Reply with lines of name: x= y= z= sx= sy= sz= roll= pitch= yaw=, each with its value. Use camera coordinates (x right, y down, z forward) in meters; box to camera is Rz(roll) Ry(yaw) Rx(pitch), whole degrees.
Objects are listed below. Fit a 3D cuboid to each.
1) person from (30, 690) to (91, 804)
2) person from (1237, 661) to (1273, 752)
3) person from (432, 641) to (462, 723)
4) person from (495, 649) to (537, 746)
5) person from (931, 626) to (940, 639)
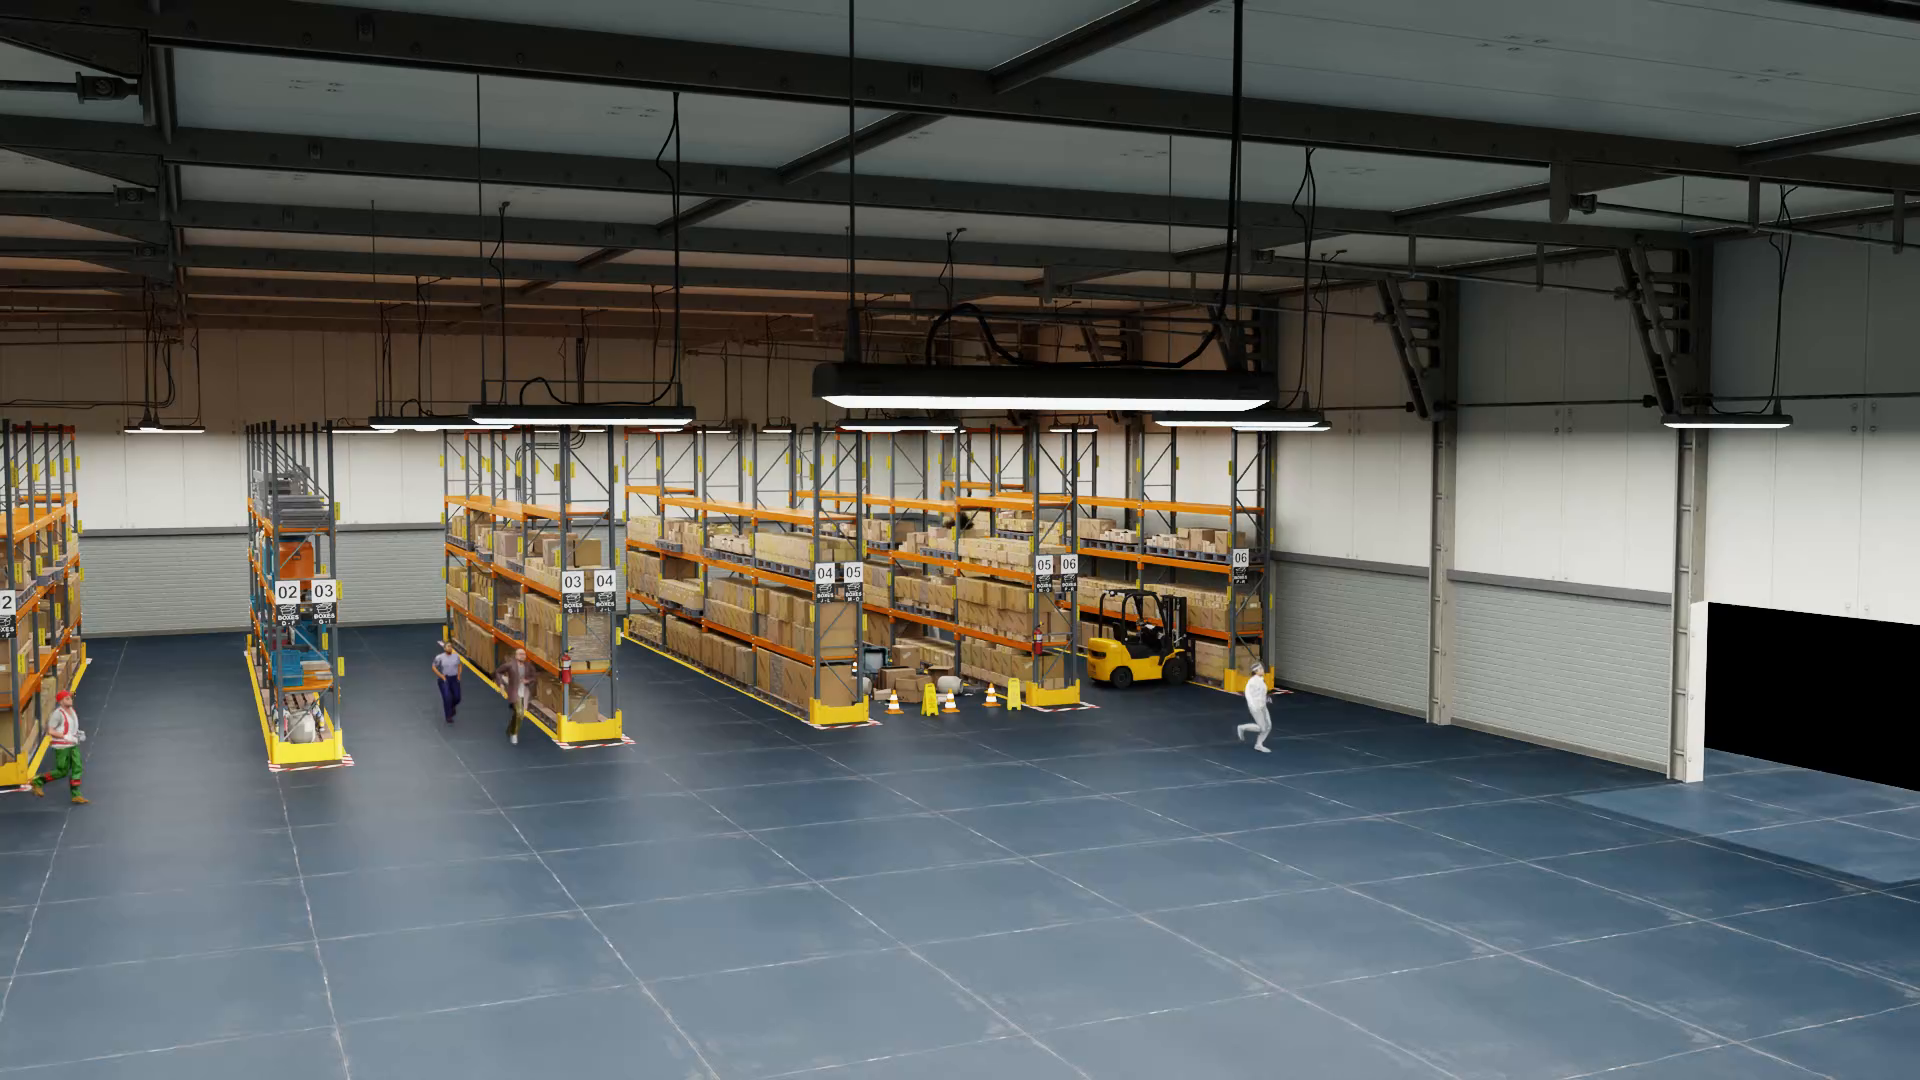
person: x=-14.007 y=3.226 z=25.939 sx=0.867 sy=1.779 sz=0.664 roll=0 pitch=4 yaw=4
person: x=5.360 y=3.015 z=30.220 sx=0.588 sy=1.633 sz=0.480 roll=2 pitch=4 yaw=34
person: x=-10.282 y=2.840 z=33.381 sx=0.613 sy=1.618 sz=0.531 roll=-2 pitch=4 yaw=-34
person: x=-8.243 y=2.915 z=31.014 sx=0.680 sy=1.780 sz=0.747 roll=-3 pitch=5 yaw=-40
person: x=-0.903 y=1.964 z=46.086 sx=0.672 sy=1.839 sz=0.930 roll=-1 pitch=4 yaw=-21
